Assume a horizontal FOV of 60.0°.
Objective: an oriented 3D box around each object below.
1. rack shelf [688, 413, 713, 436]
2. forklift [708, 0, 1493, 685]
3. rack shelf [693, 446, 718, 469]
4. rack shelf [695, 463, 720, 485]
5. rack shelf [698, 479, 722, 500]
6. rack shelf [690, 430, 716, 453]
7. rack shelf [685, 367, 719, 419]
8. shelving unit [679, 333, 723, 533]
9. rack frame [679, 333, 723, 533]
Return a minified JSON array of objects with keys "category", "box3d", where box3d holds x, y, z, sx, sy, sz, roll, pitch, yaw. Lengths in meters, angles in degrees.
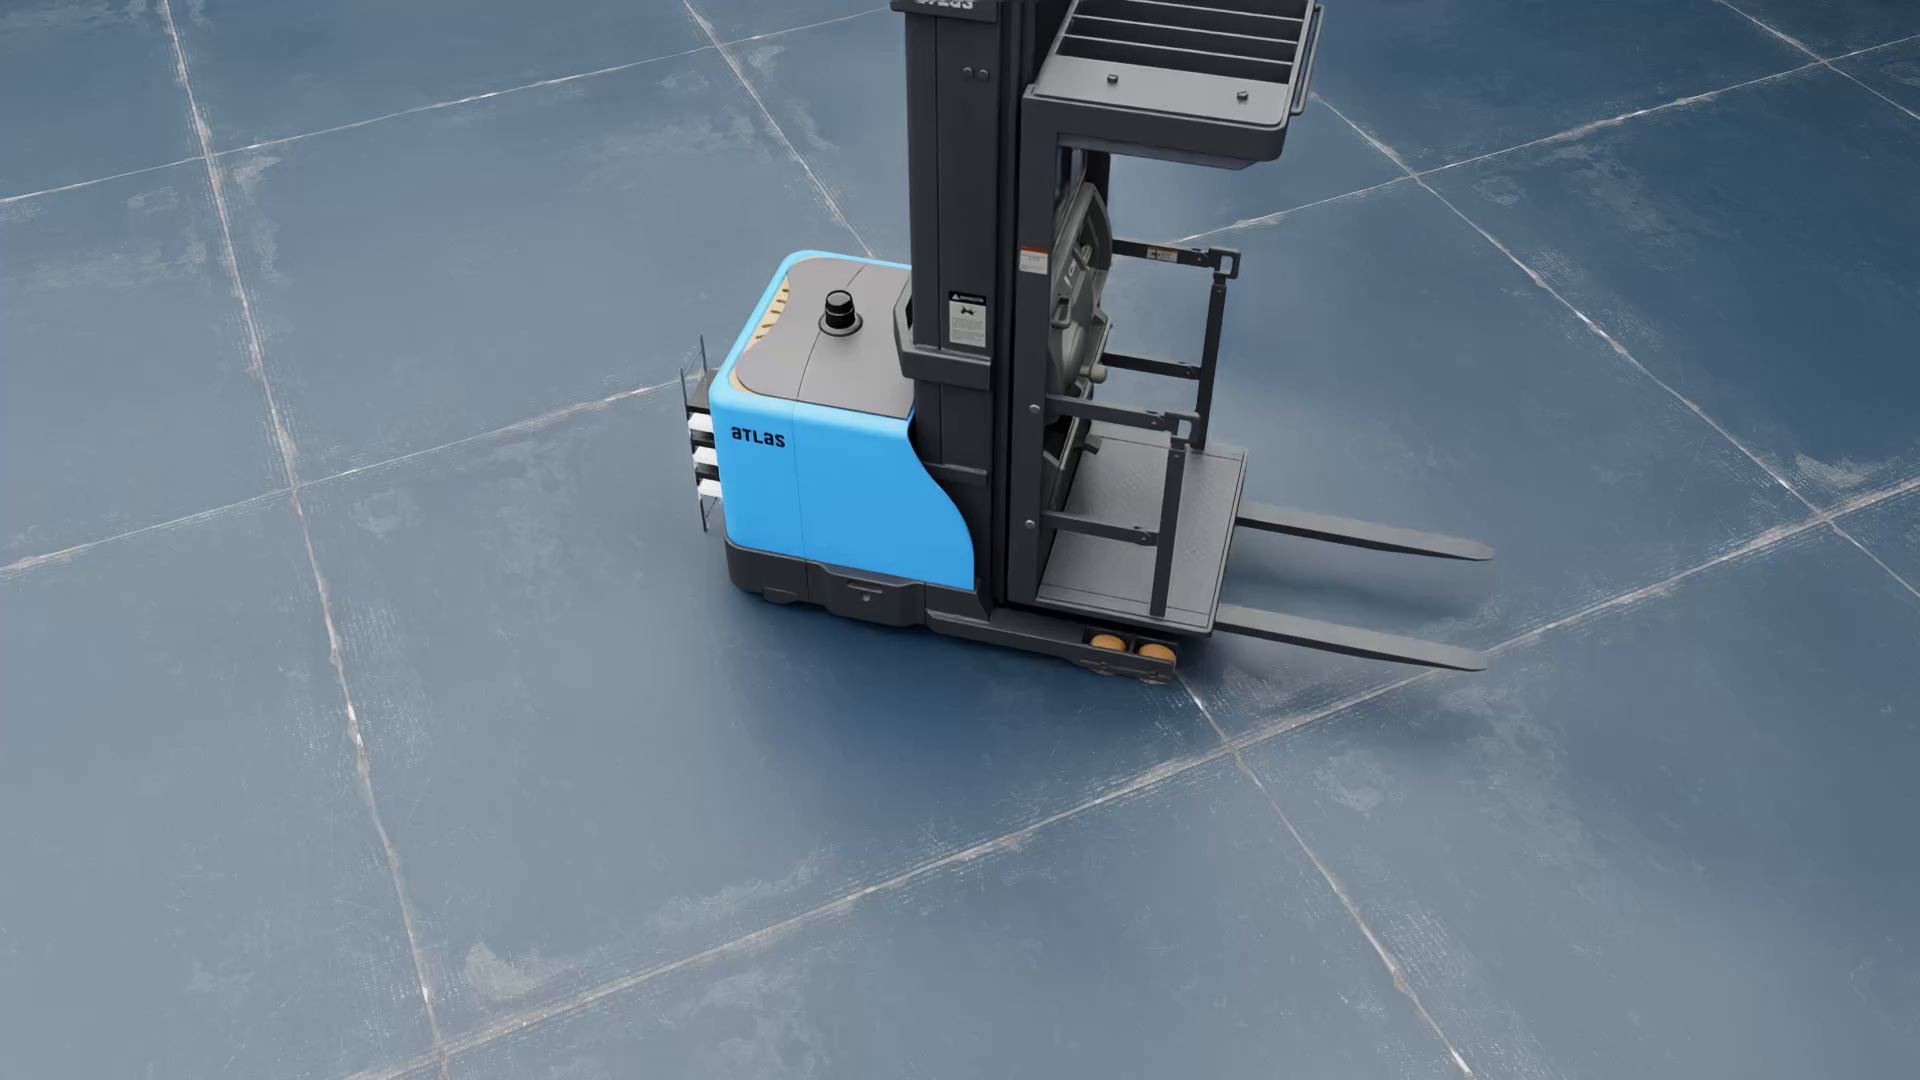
[{"category":"rack shelf","box3d":[-0.969,-0.516,6.792,0.200,0.077,0.258,10,46,10]},{"category":"forklift","box3d":[0.620,-0.891,5.935,3.031,2.935,1.130,10,46,10]},{"category":"rack shelf","box3d":[-0.969,-0.388,6.919,0.200,0.077,0.258,10,46,10]},{"category":"rack shelf","box3d":[-0.969,-0.324,6.982,0.200,0.077,0.258,10,46,10]},{"category":"rack shelf","box3d":[-0.969,-0.260,7.045,0.200,0.077,0.258,10,46,10]},{"category":"rack shelf","box3d":[-0.969,-0.452,6.856,0.200,0.077,0.258,10,46,10]},{"category":"rack shelf","box3d":[-0.969,-0.580,6.729,0.200,0.077,0.258,10,46,10]},{"category":"shelving unit","box3d":[-0.969,-0.412,6.895,0.210,0.900,0.258,10,46,10]},{"category":"rack frame","box3d":[-1.068,-0.430,6.914,0.006,0.900,0.240,10,46,10]}]
